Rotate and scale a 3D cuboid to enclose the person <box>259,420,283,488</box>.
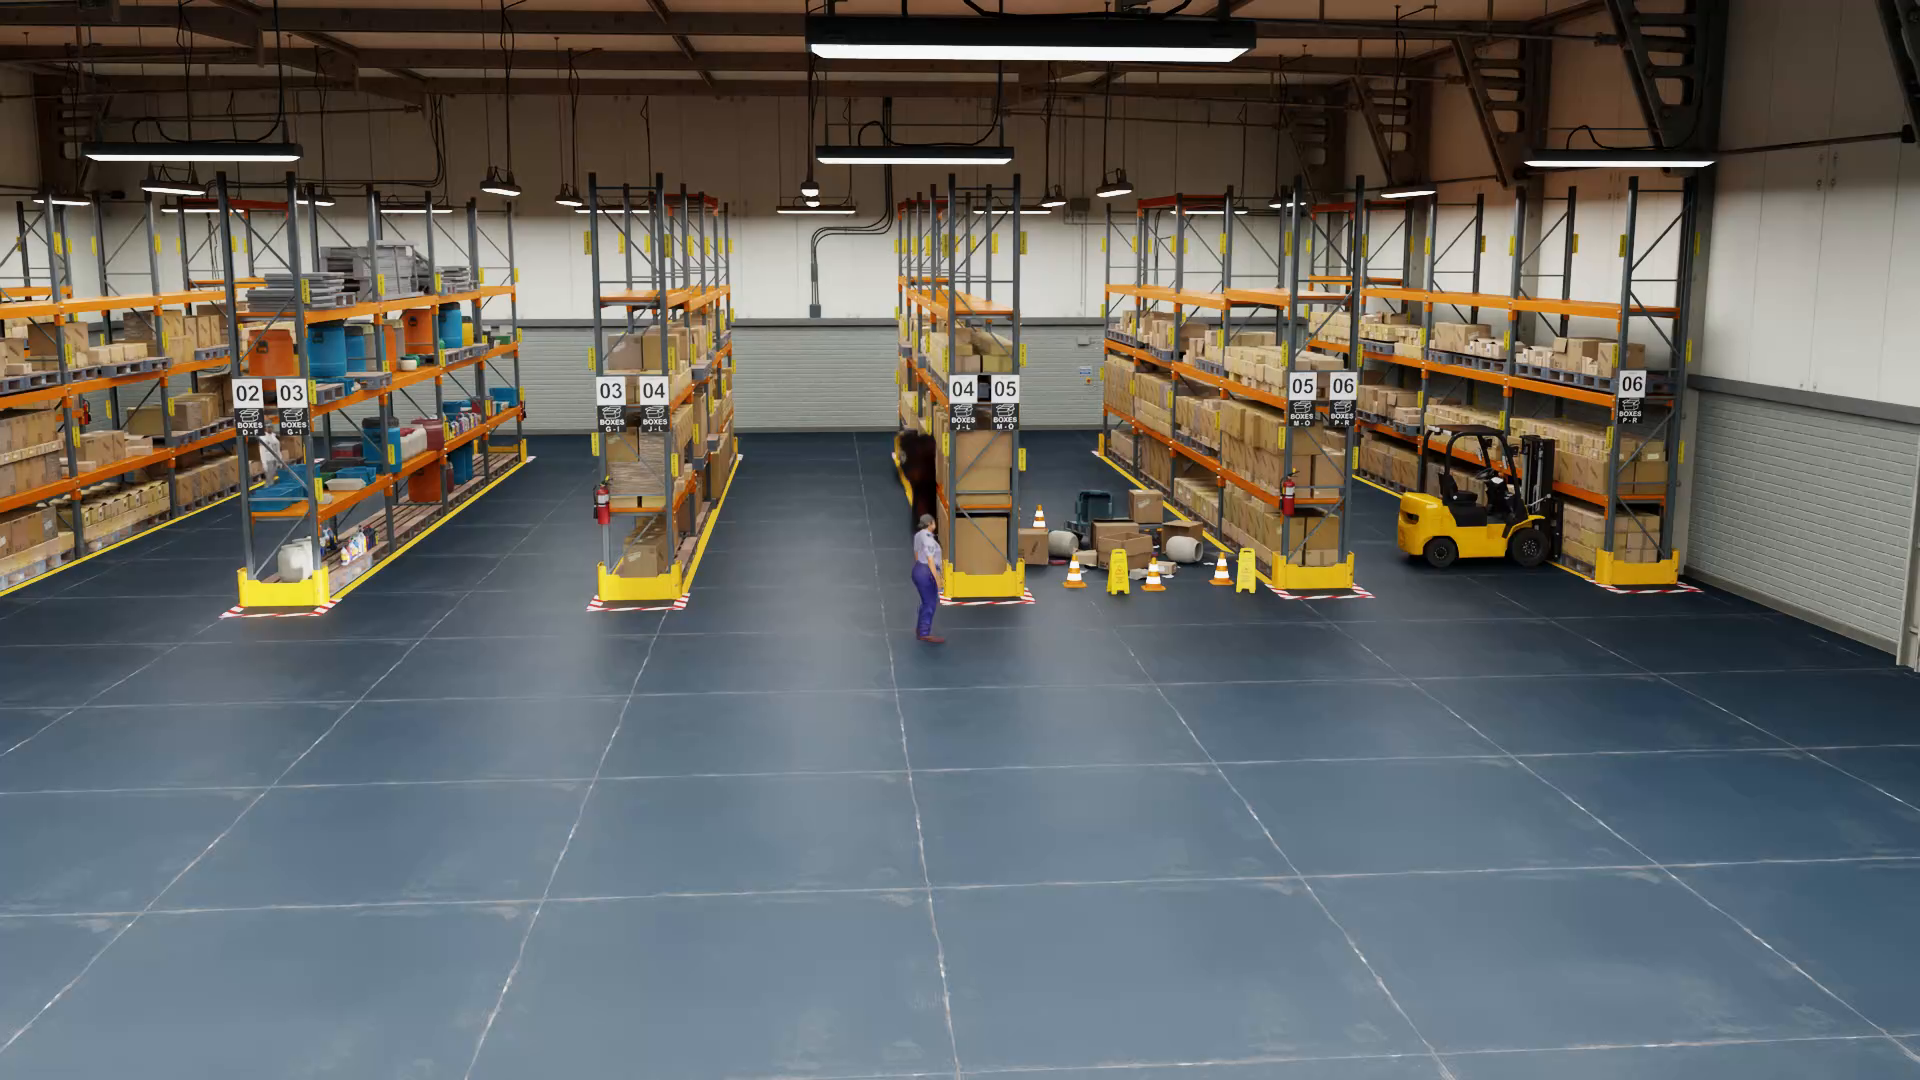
[{"bbox_3d":[-13.460,-1.506,32.531,0.392,1.709,0.494,0,10,-2],"label":"person"}]

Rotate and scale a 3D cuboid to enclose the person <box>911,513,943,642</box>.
[{"bbox_3d":[-0.423,0.512,21.322,0.367,1.715,0.573,-3,10,-15],"label":"person"}]
